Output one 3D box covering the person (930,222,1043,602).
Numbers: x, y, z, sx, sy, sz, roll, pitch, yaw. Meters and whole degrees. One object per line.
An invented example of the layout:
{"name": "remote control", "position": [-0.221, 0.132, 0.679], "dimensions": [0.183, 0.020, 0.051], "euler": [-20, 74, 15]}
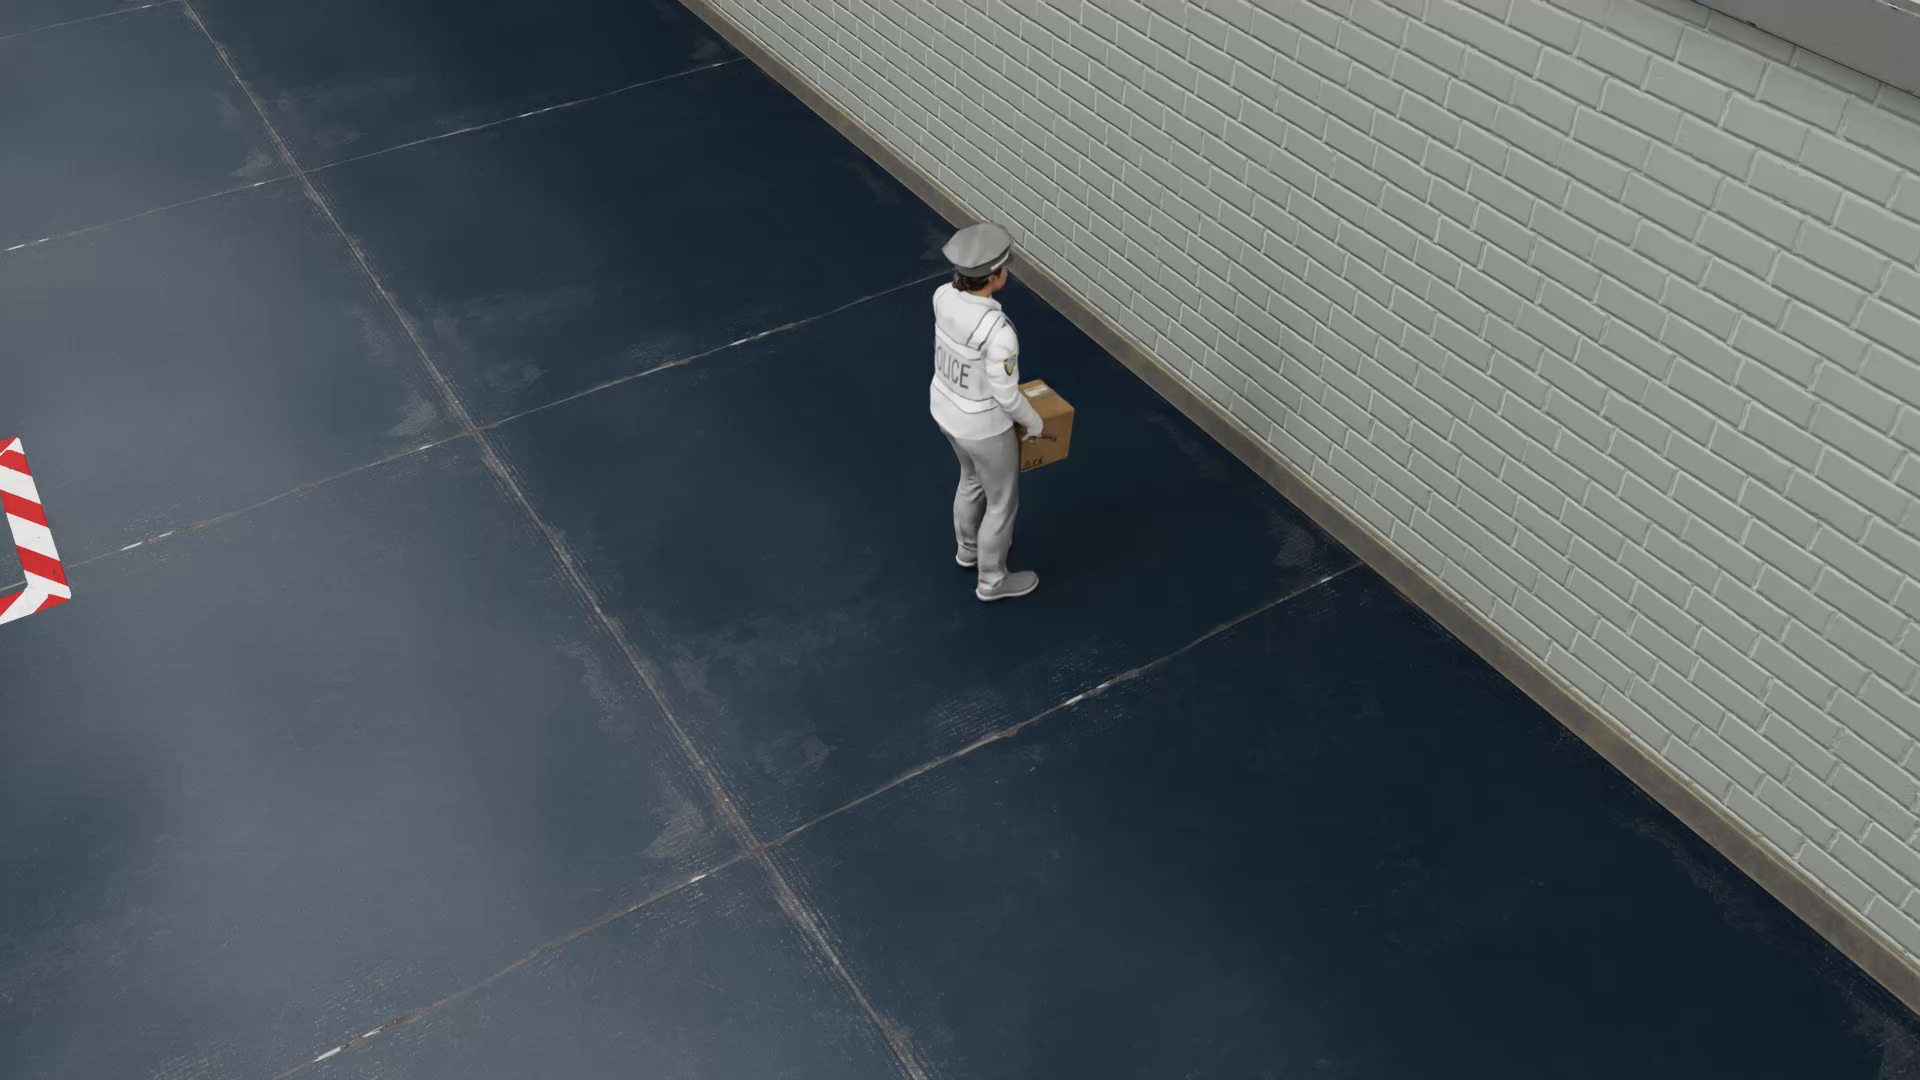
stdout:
{"name": "person", "position": [0.102, -0.505, 6.722], "dimensions": [0.410, 1.680, 0.502], "euler": [-24, 46, -25]}
